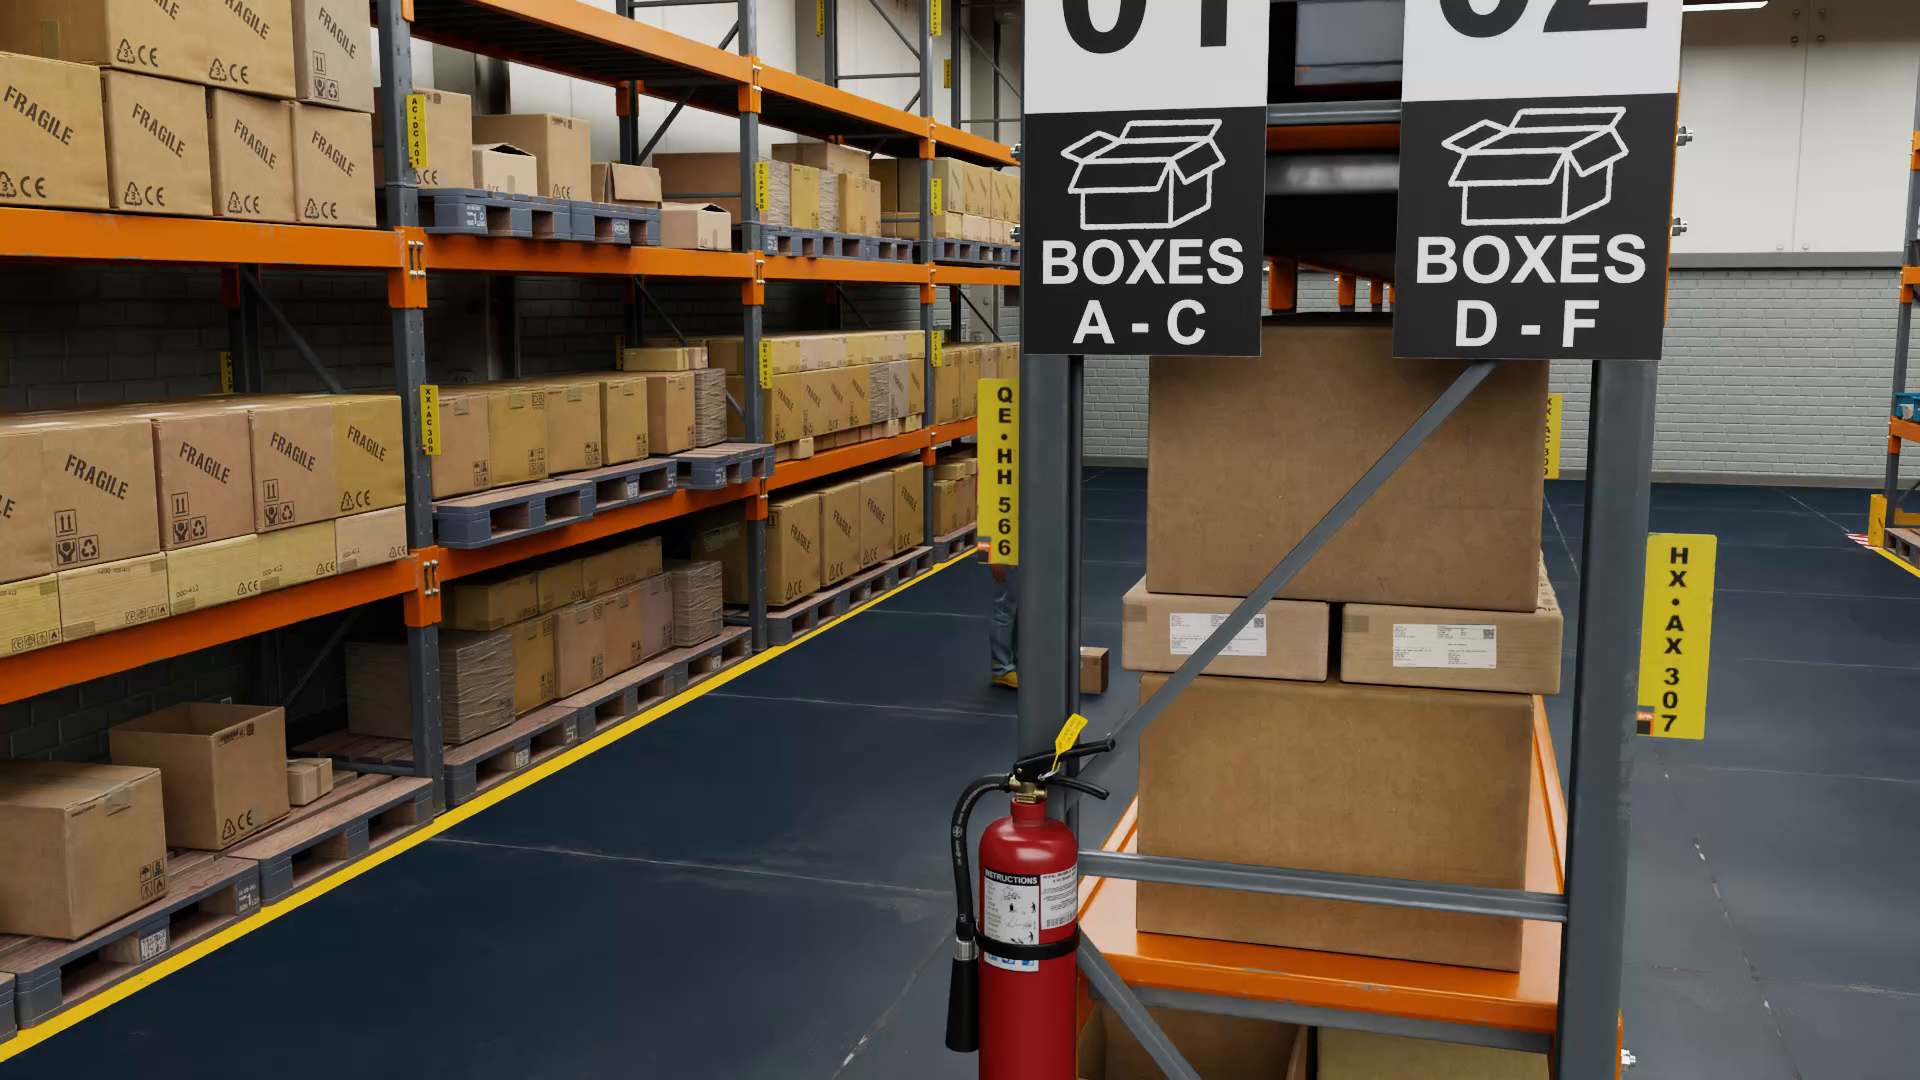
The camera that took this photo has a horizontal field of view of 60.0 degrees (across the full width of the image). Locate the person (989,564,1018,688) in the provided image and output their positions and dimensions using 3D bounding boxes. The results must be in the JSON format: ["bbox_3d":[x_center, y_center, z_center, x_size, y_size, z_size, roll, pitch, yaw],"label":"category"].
[{"bbox_3d":[0.363,0.063,10.743,0.408,1.767,0.606,4,9,25],"label":"person"}]
